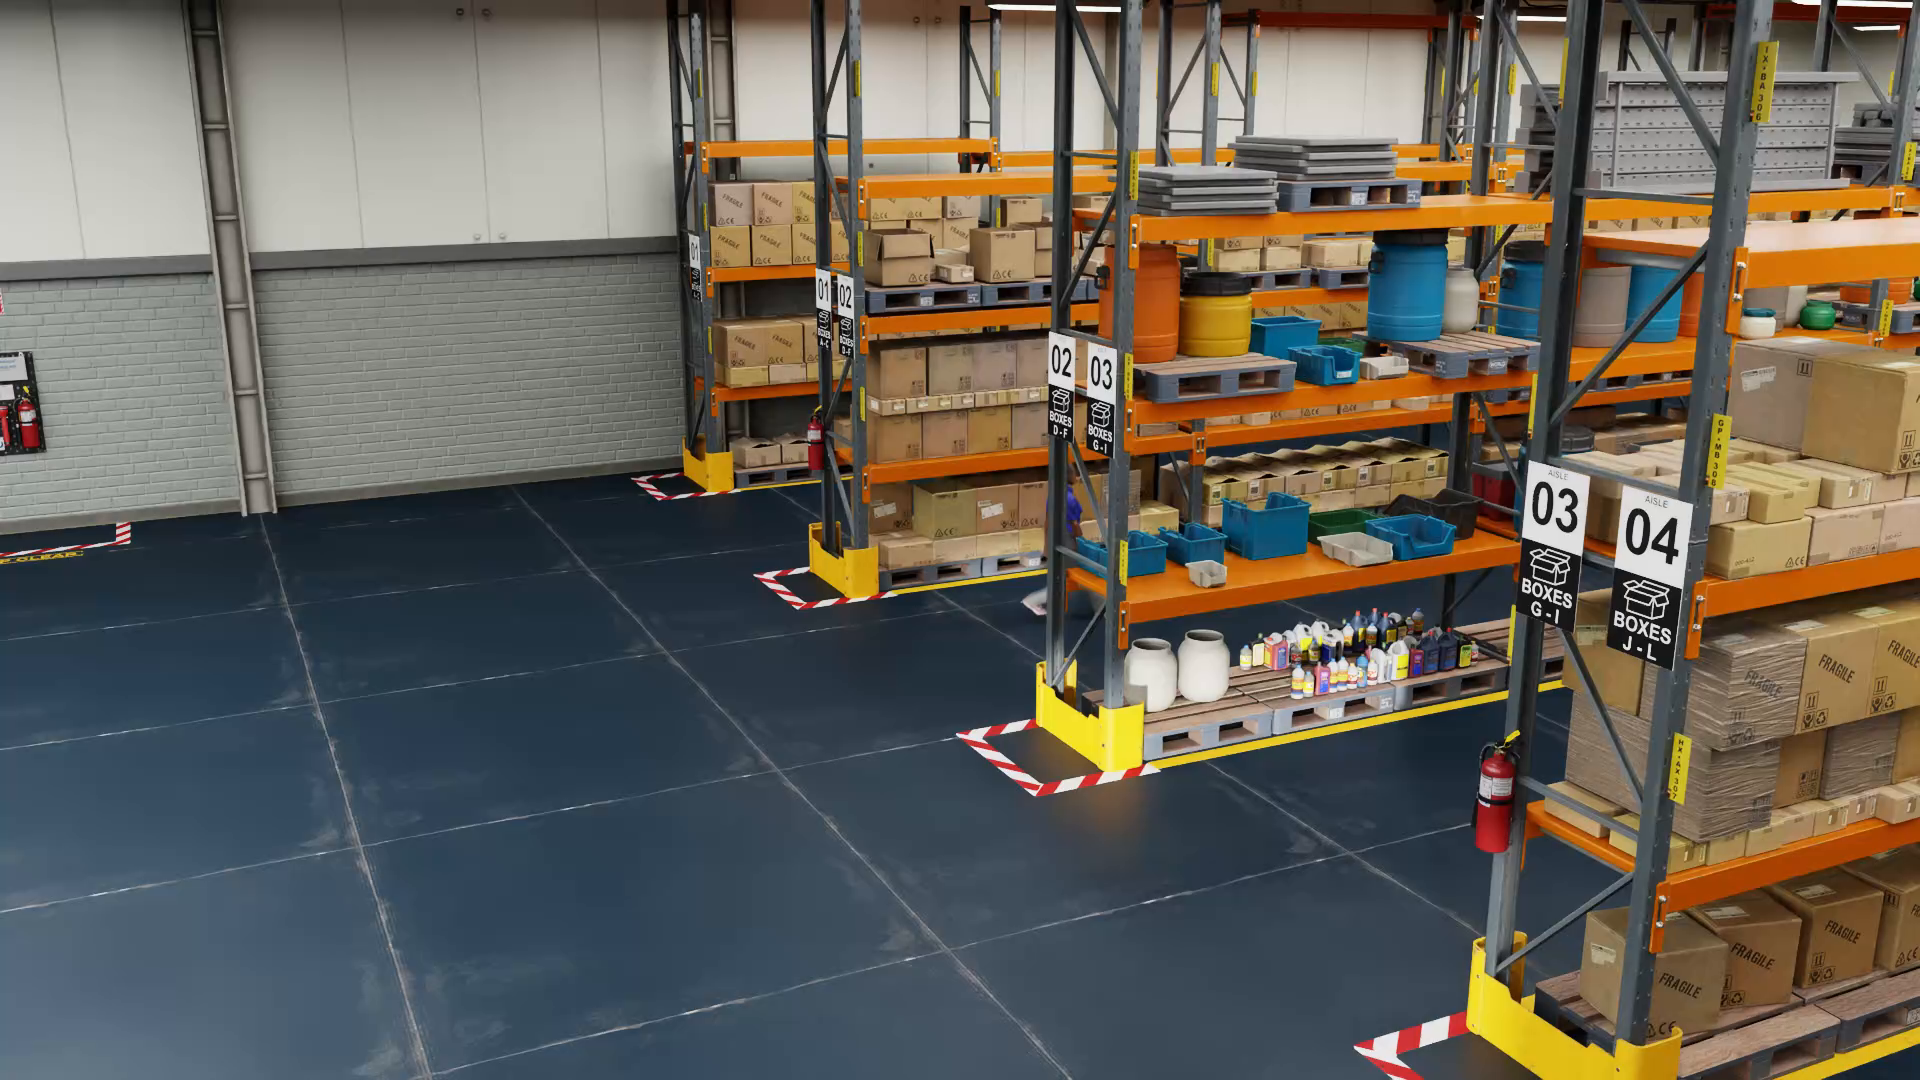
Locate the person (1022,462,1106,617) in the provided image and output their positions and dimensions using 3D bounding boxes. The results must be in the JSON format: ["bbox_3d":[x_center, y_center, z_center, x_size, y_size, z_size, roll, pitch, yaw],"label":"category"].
[{"bbox_3d":[1.088,0.010,15.908,1.009,1.553,0.427,-2,15,-6],"label":"person"}]
